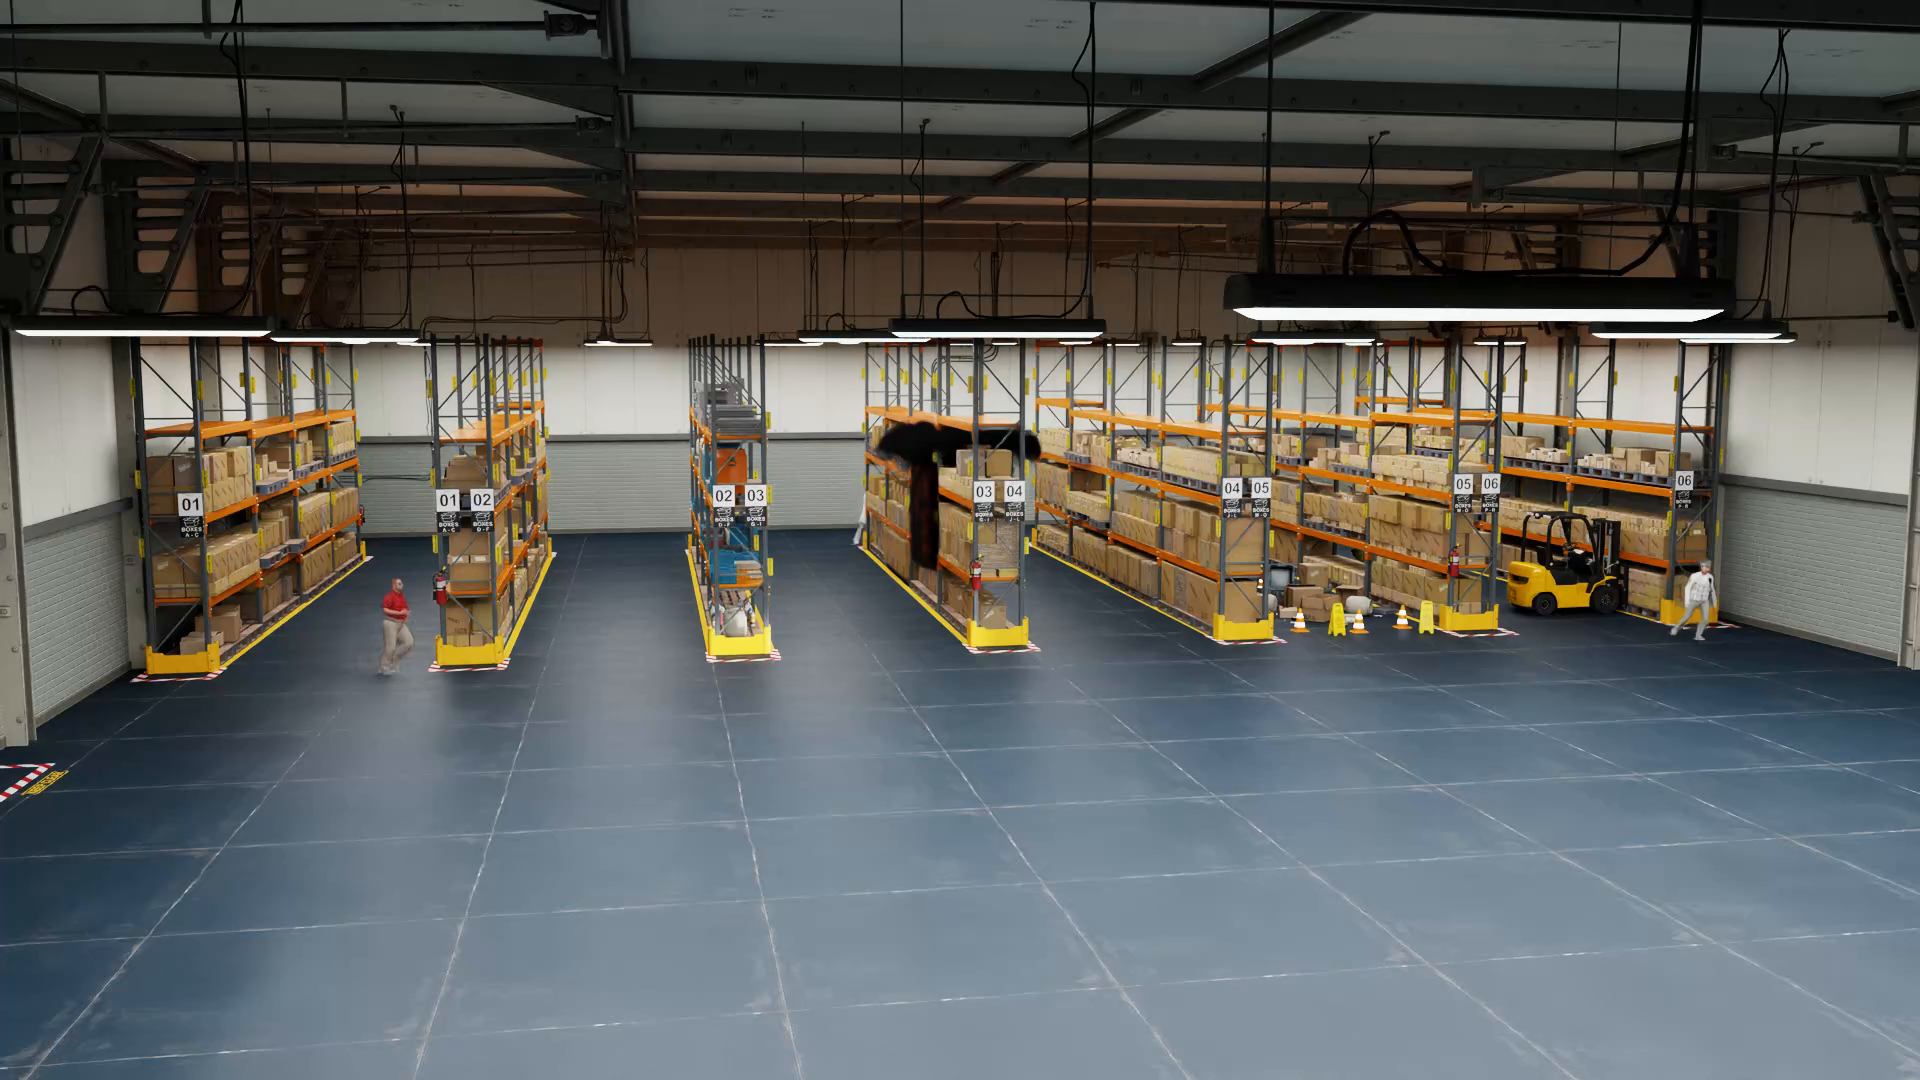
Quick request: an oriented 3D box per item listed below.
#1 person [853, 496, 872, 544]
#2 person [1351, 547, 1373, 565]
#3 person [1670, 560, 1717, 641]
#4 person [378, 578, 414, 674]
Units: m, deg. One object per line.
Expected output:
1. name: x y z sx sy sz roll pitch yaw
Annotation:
1. person: -2.716 -0.724 48.784 0.822 1.759 0.738 2 7 16
2. person: 10.460 -0.060 43.029 0.618 1.703 0.983 -2 7 -15
3. person: 14.496 1.164 32.810 0.709 1.610 0.650 0 7 -1
4. person: -9.913 1.532 29.373 0.697 1.719 0.664 3 7 25
